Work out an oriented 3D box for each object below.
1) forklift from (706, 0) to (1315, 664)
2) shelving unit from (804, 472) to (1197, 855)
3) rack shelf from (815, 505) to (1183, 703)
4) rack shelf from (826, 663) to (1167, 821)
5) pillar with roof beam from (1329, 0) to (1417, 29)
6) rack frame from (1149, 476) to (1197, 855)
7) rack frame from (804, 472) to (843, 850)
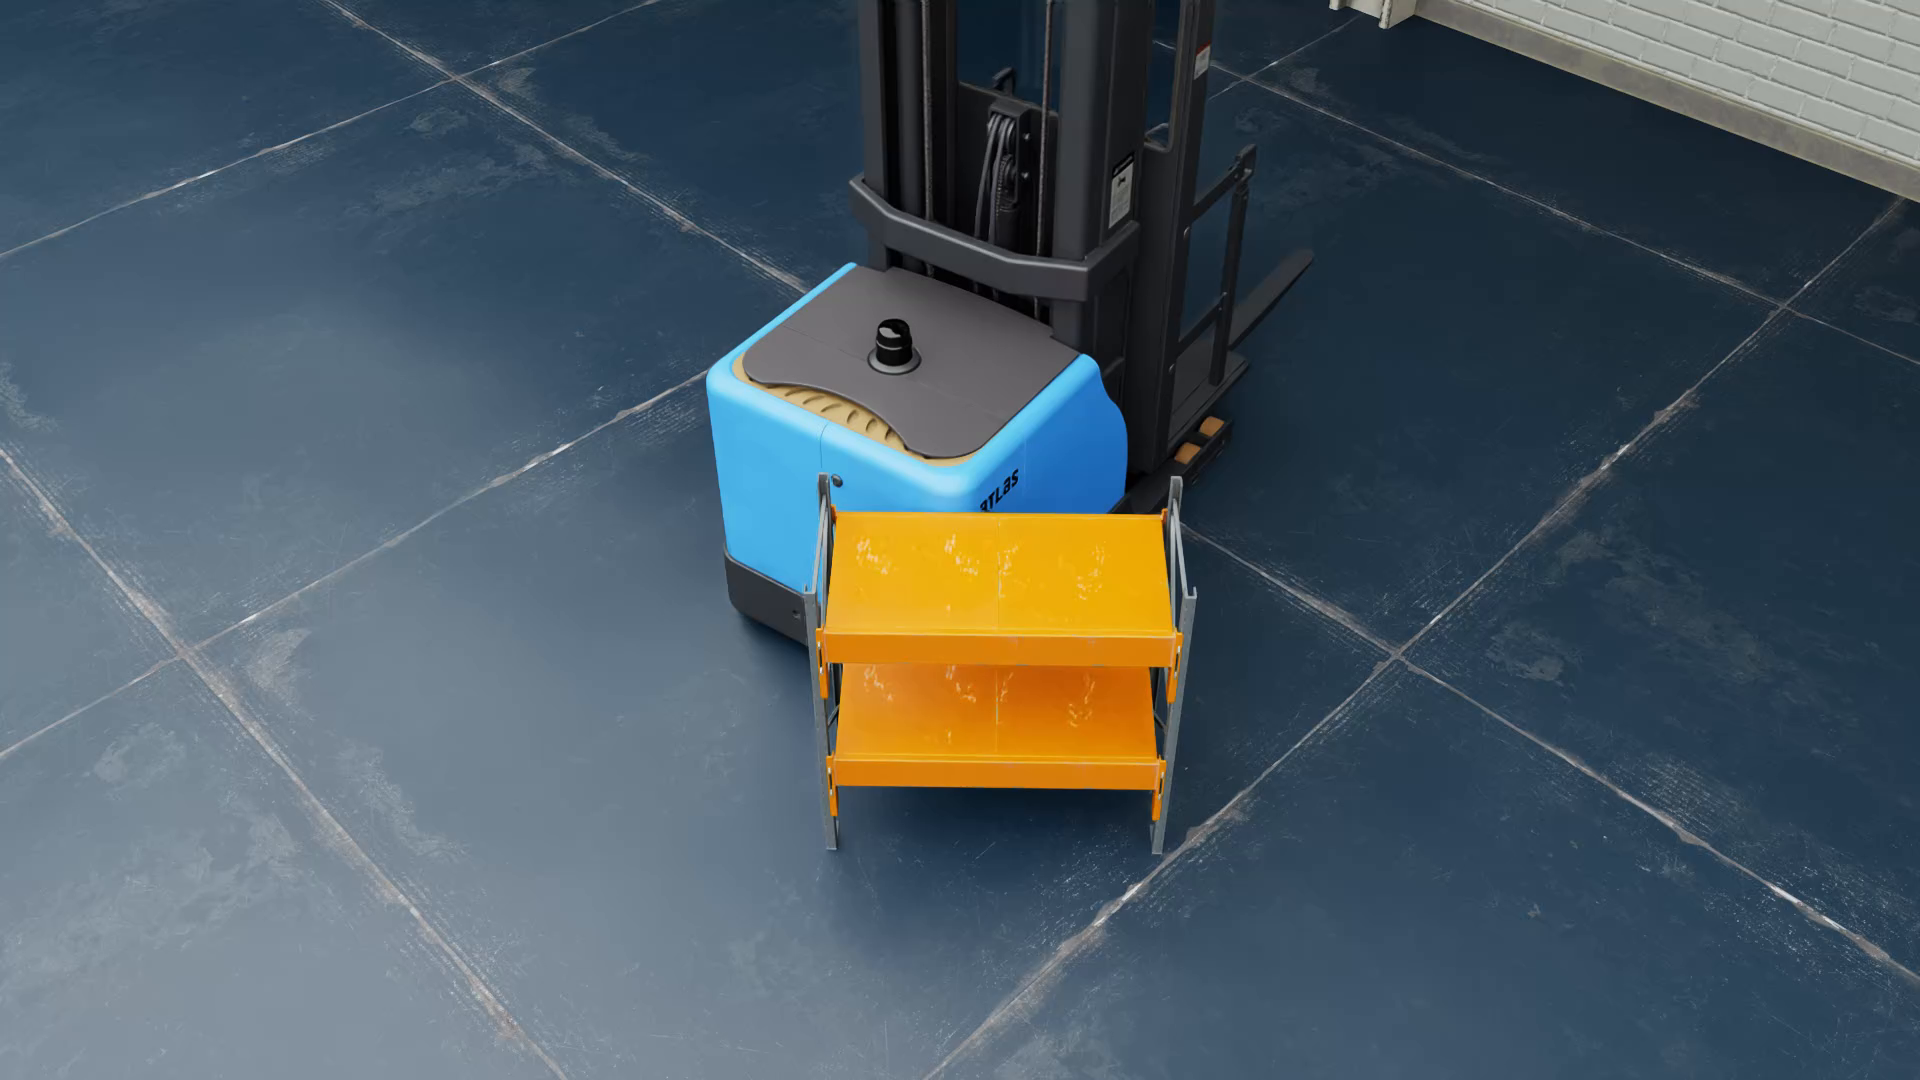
[{"bbox_3d":[0.425,-1.459,5.669,1.130,2.935,3.031,25,48,25],"label":"forklift"},{"bbox_3d":[0.111,0.393,4.996,1.048,1.125,0.538,1,43,1],"label":"shelving unit"},{"bbox_3d":[0.111,0.178,4.797,1.000,0.278,0.538,1,43,1],"label":"rack shelf"},{"bbox_3d":[0.111,0.572,5.162,1.000,0.278,0.538,1,43,1],"label":"rack shelf"},{"bbox_3d":[-0.679,-4.285,4.257,9.100,9.000,0.400,-34,53,-31],"label":"pillar with roof beam"},{"bbox_3d":[0.619,0.399,4.990,0.032,1.125,0.500,1,43,1],"label":"rack frame"},{"bbox_3d":[-0.398,0.387,5.002,0.032,1.125,0.500,1,43,1],"label":"rack frame"}]
